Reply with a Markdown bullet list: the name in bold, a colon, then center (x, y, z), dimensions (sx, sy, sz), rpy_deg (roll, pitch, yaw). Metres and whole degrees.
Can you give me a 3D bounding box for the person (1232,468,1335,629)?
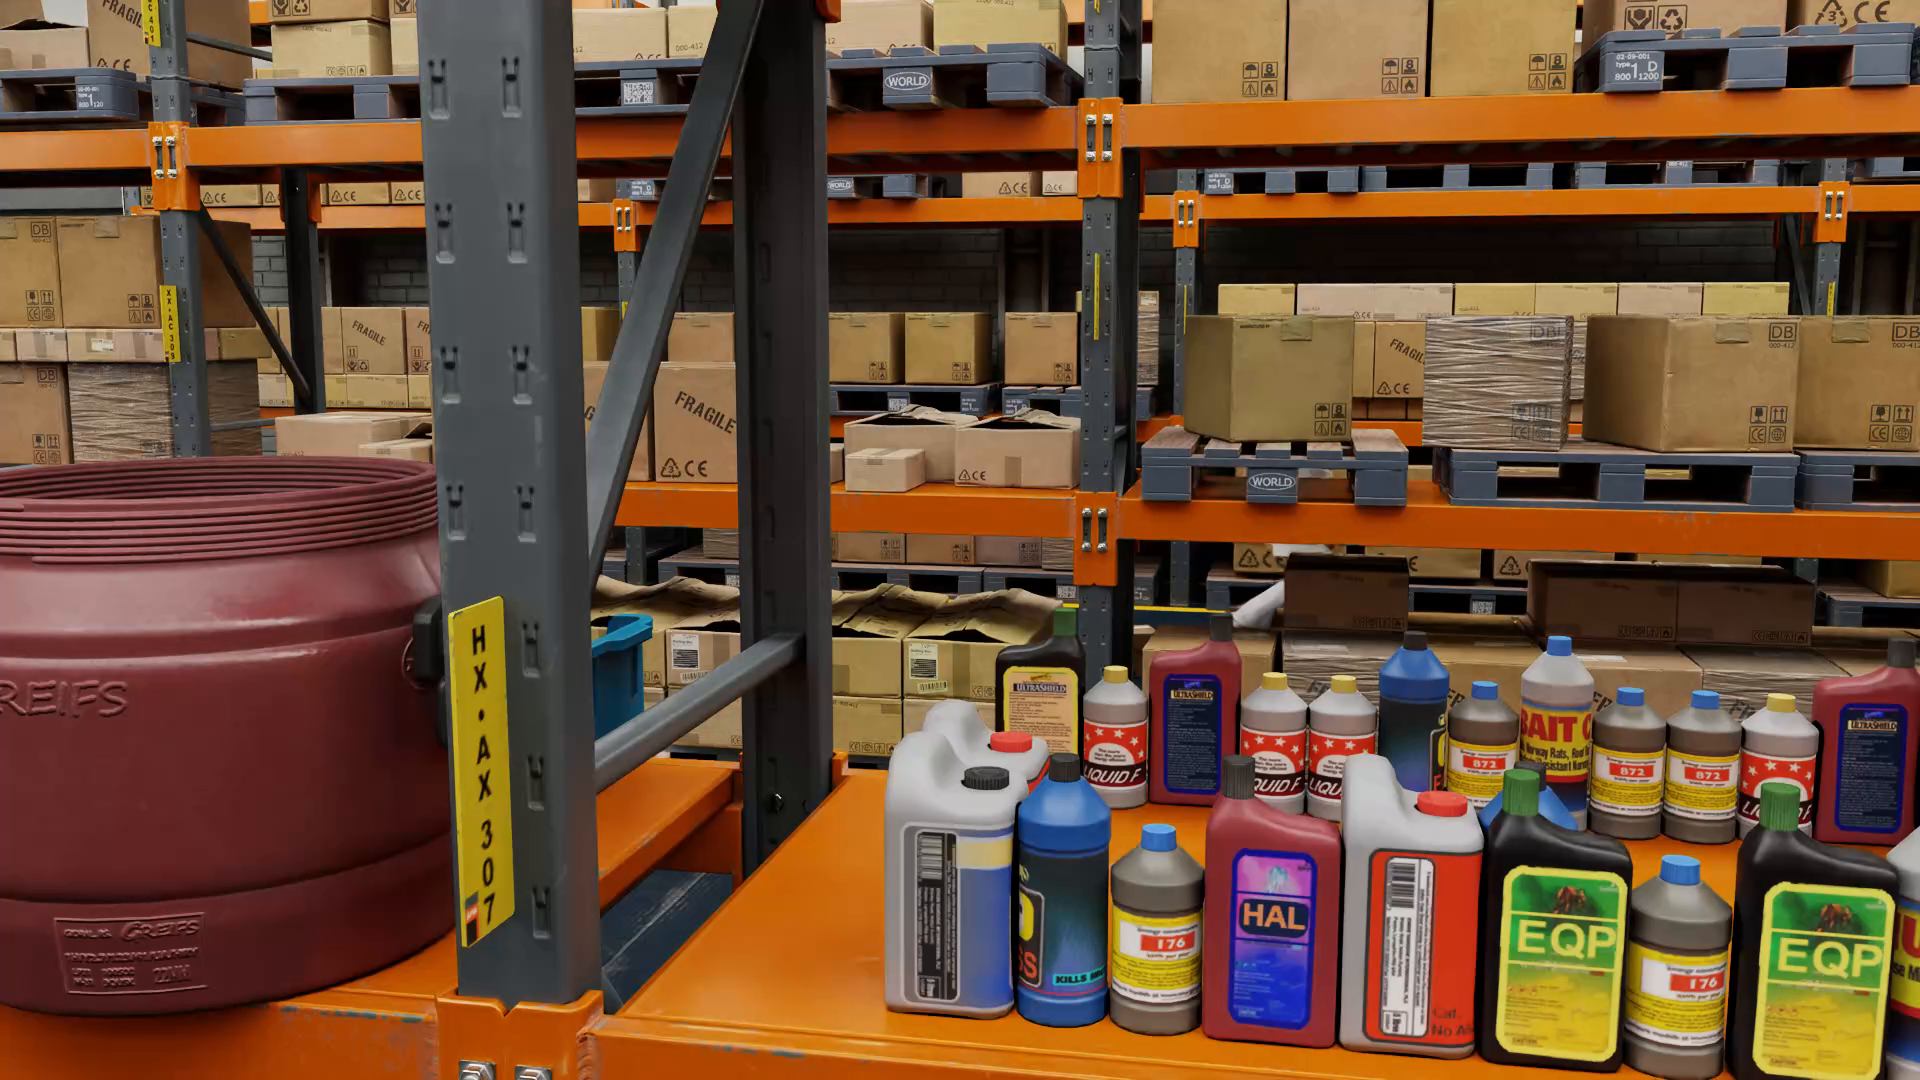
- **person**: center (1.860, -0.143, 9.367), dimensions (1.001, 1.745, 0.572), rpy_deg (-3, 9, -24)
